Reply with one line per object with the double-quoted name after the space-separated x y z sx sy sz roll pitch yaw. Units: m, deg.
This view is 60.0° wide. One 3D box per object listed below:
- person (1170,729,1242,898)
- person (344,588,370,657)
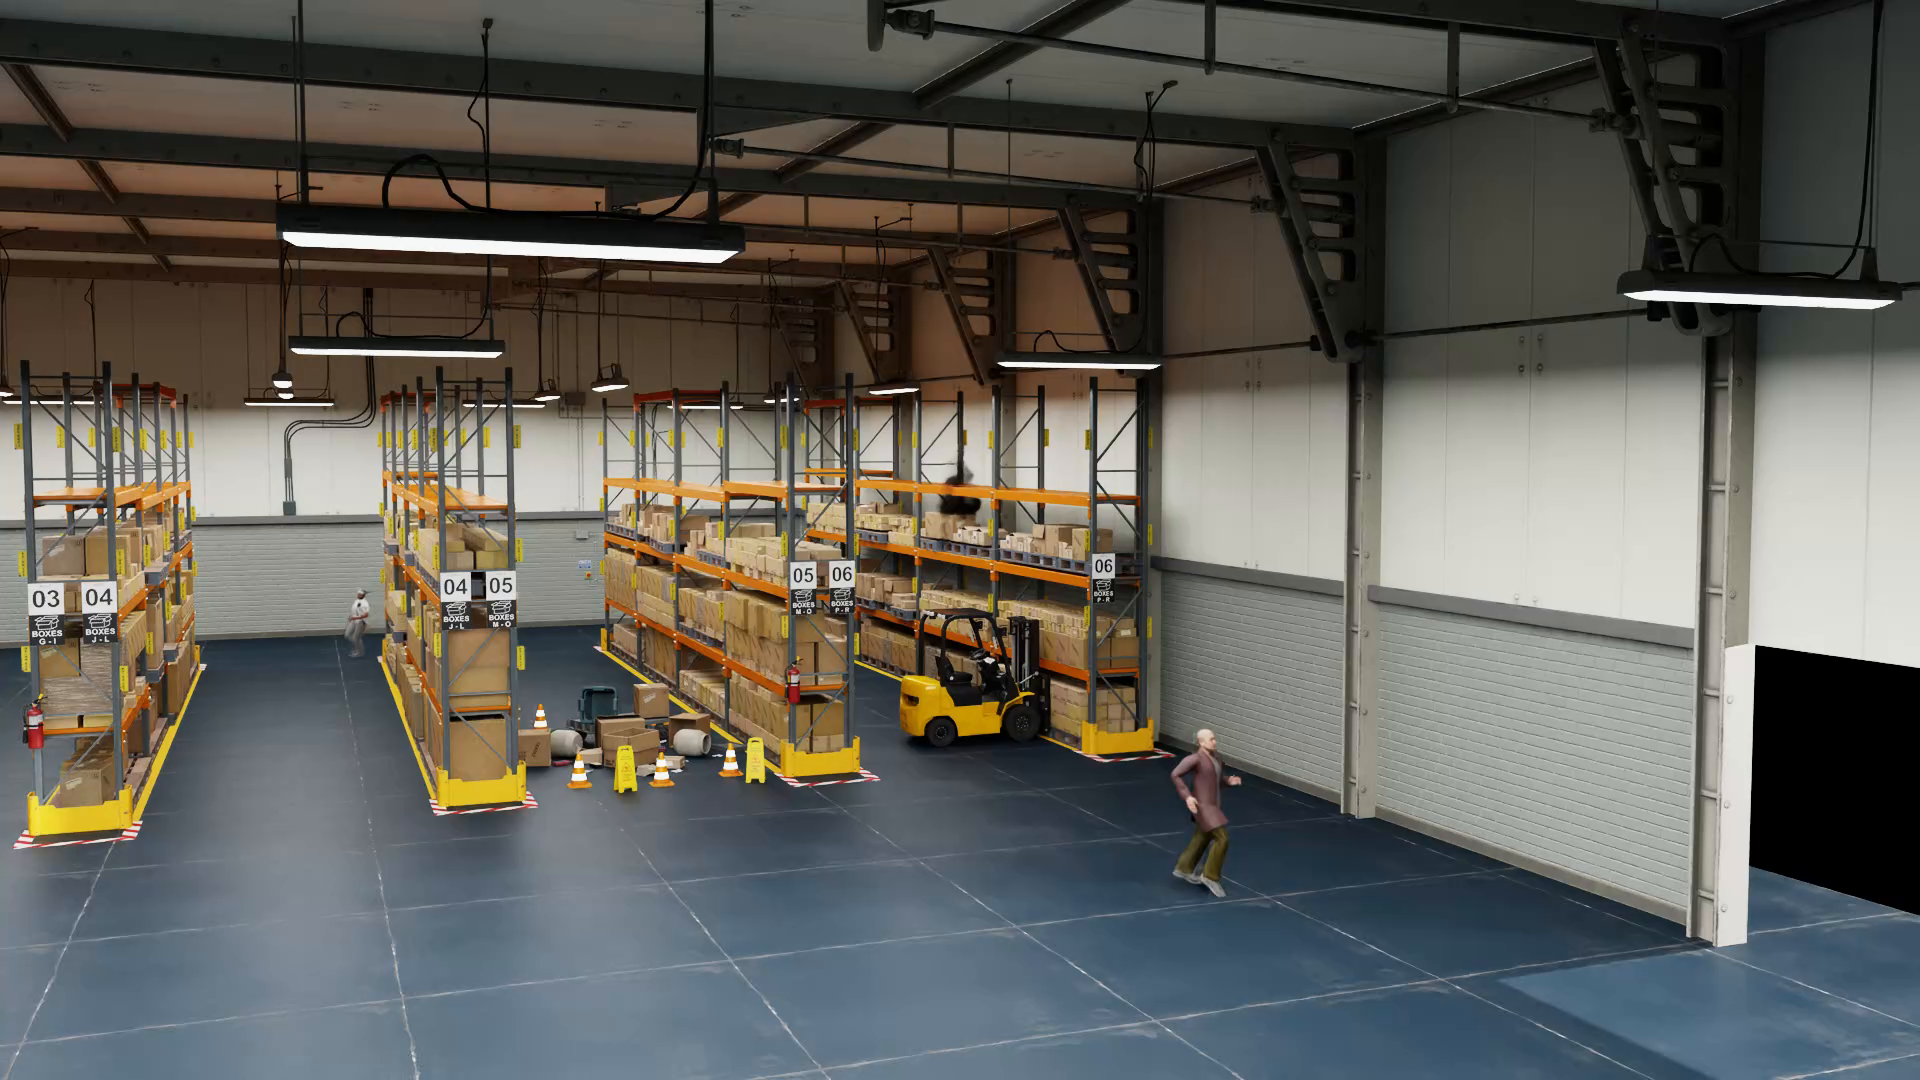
2.722 3.011 18.402 0.825 1.842 0.668 2 4 29 "person"
-13.837 1.893 38.170 0.673 1.616 0.508 2 4 34 "person"
